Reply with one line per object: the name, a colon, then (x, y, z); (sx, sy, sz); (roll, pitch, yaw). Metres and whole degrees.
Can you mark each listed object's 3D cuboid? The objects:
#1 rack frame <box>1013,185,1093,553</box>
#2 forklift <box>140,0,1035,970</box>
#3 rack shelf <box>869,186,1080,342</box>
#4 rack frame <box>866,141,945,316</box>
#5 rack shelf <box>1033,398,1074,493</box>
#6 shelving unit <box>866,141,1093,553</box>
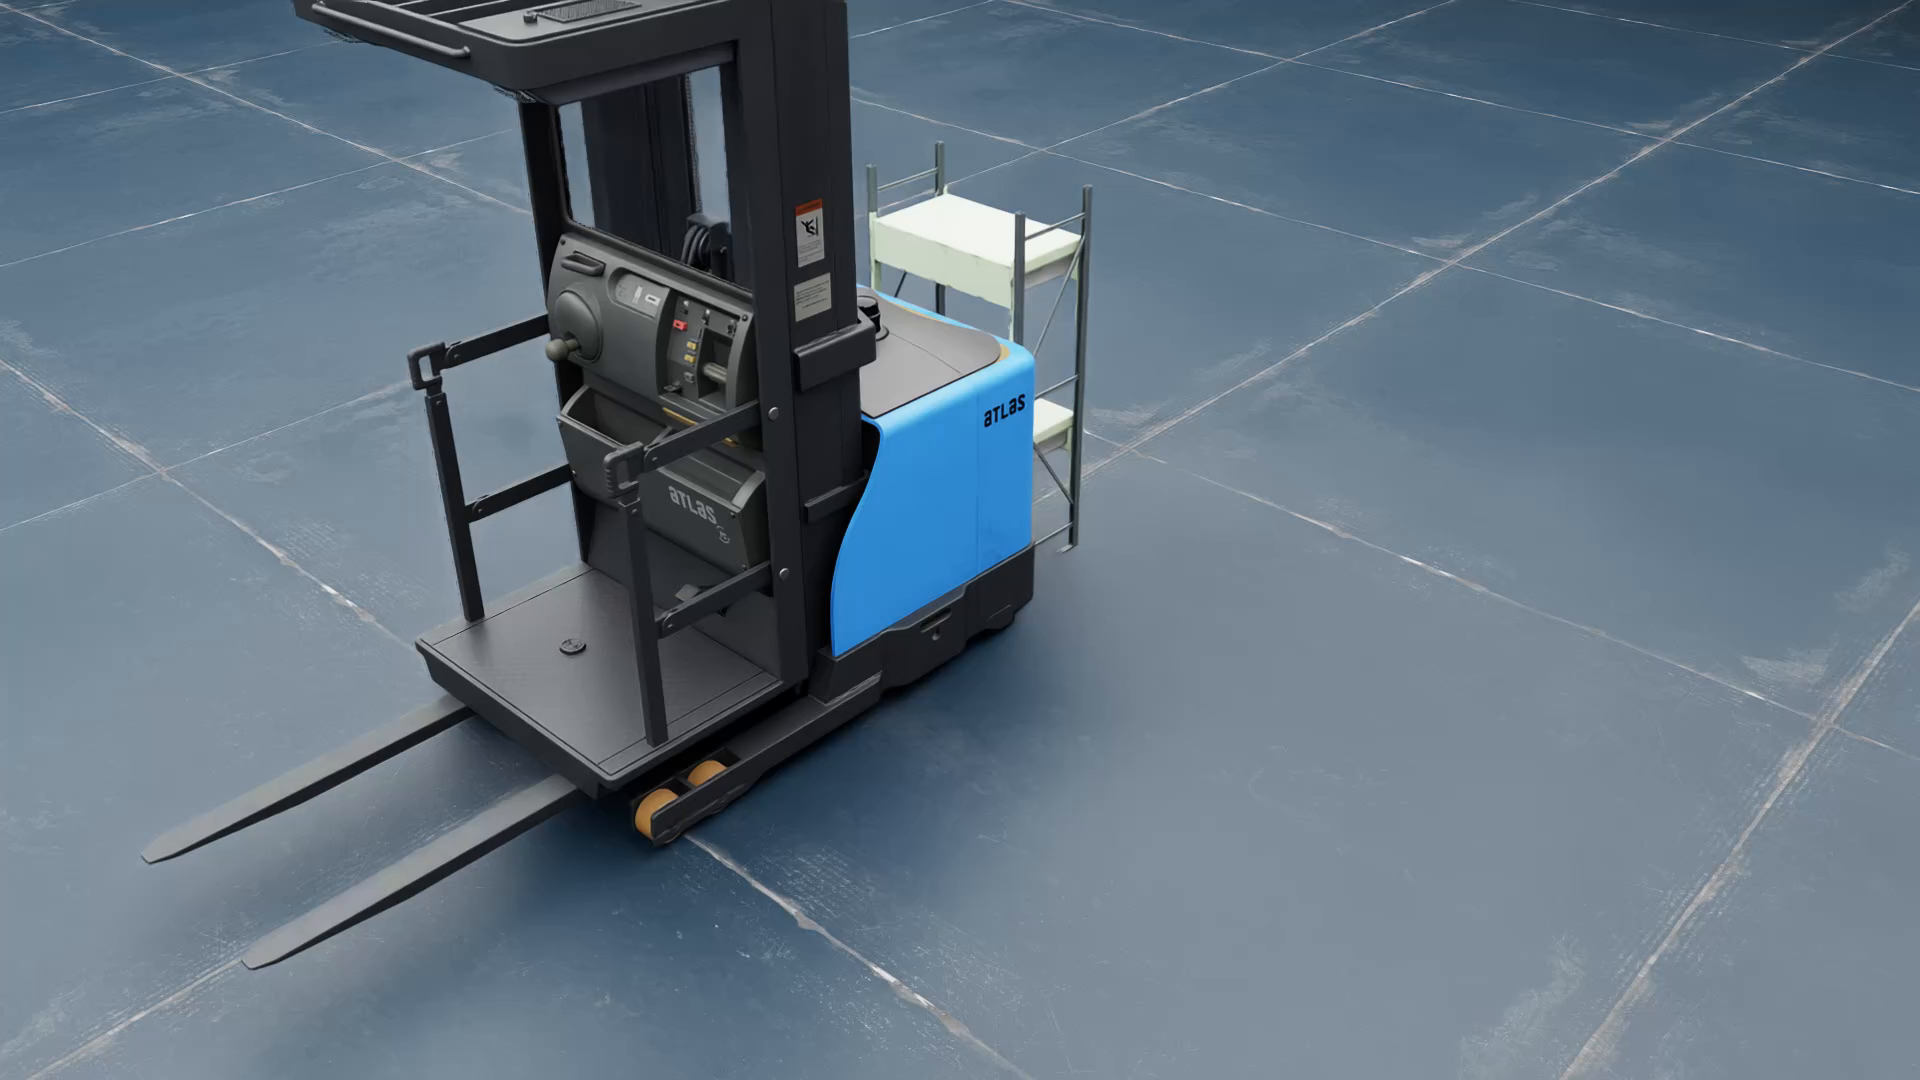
rack frame: (0.332, -0.551, 6.212); (0.023, 1.500, 0.400); (26, 39, 36)
forklift: (-1.096, -0.610, 4.921); (1.130, 2.935, 3.031); (26, 39, 36)
rack shelf: (0.064, -1.015, 6.225); (0.720, 0.370, 0.431); (26, 39, 36)
rack frame: (-0.203, -0.809, 6.640); (0.023, 1.500, 0.400); (26, 39, 36)
rack shelf: (0.064, -0.401, 6.594); (0.720, 0.370, 0.431); (26, 39, 36)
shelving unit: (0.064, -0.680, 6.426); (0.755, 1.500, 0.431); (26, 39, 36)
